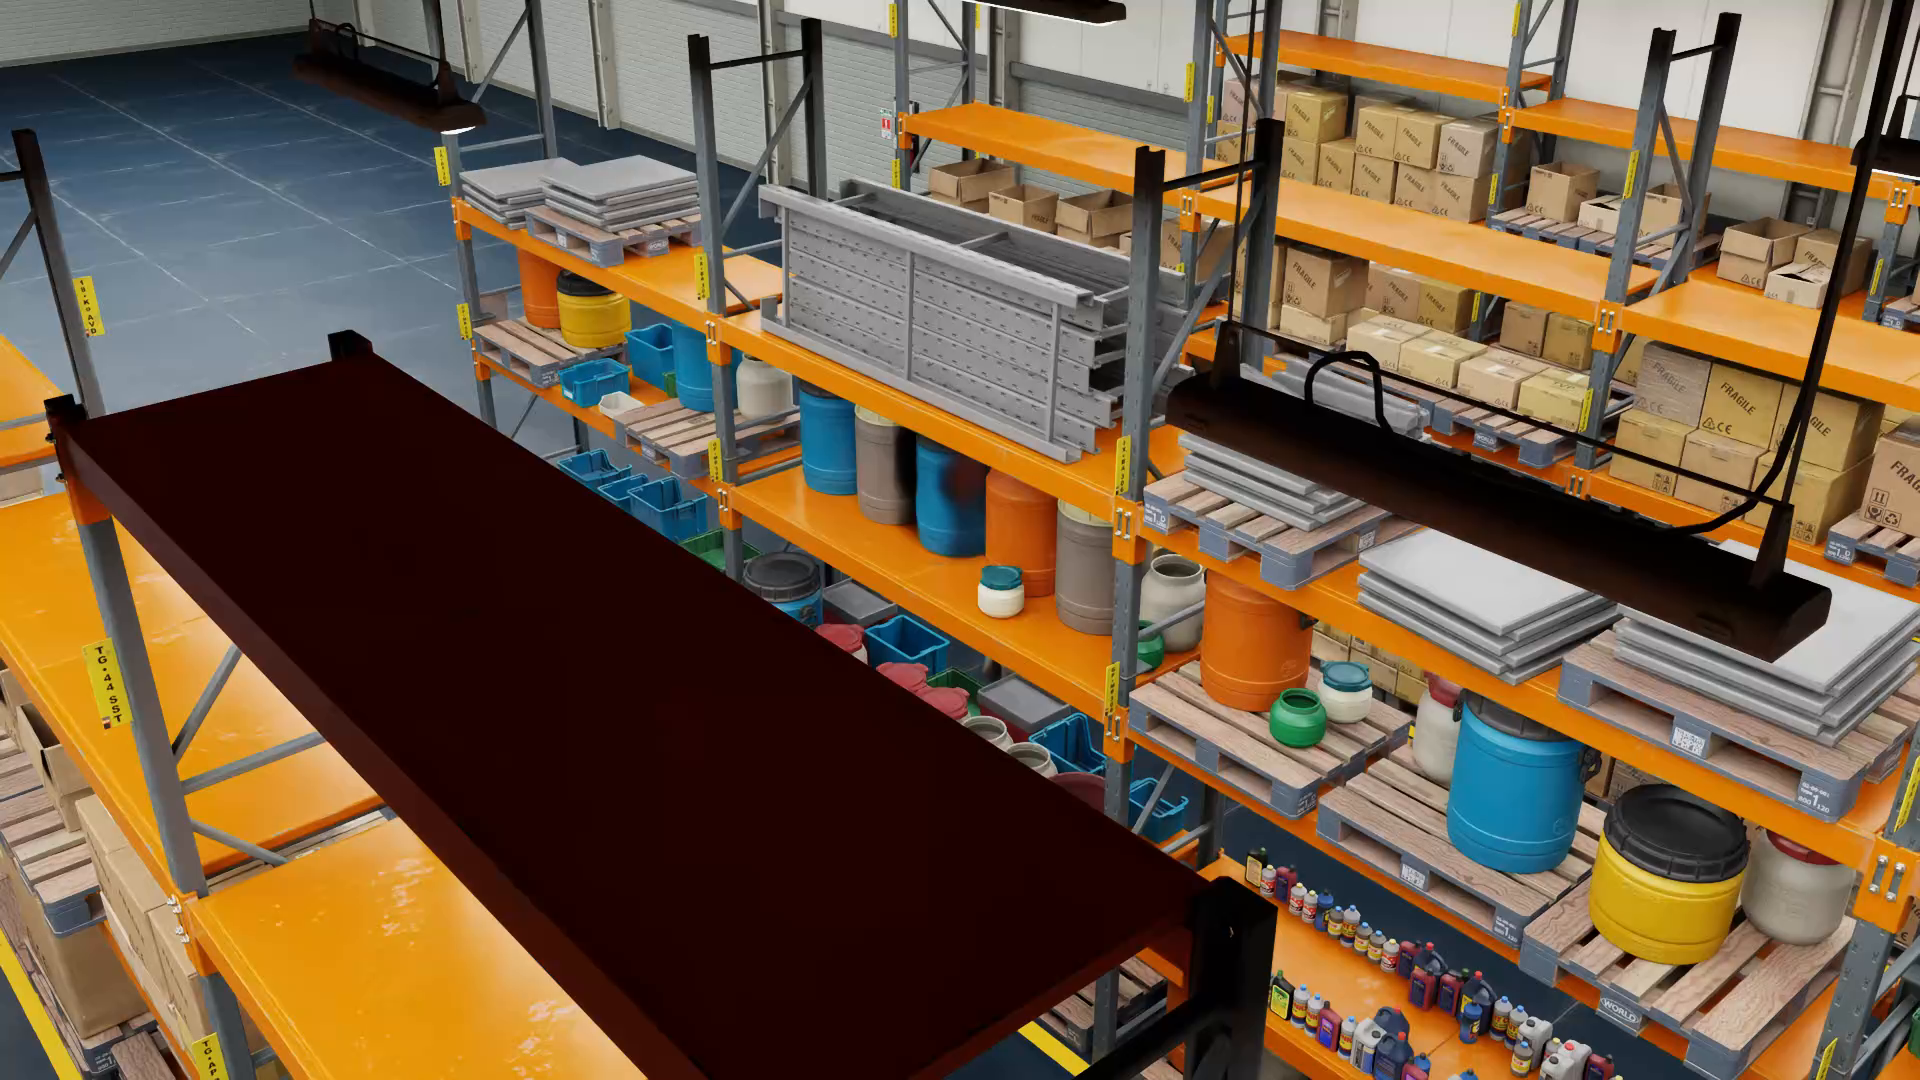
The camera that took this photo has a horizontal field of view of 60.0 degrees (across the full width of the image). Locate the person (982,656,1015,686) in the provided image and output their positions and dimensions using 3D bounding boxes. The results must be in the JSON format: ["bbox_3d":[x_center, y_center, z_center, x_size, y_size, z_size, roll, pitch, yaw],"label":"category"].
[{"bbox_3d":[0.413,0.910,14.014,0.435,1.732,0.516,-9,28,-18],"label":"person"}]
